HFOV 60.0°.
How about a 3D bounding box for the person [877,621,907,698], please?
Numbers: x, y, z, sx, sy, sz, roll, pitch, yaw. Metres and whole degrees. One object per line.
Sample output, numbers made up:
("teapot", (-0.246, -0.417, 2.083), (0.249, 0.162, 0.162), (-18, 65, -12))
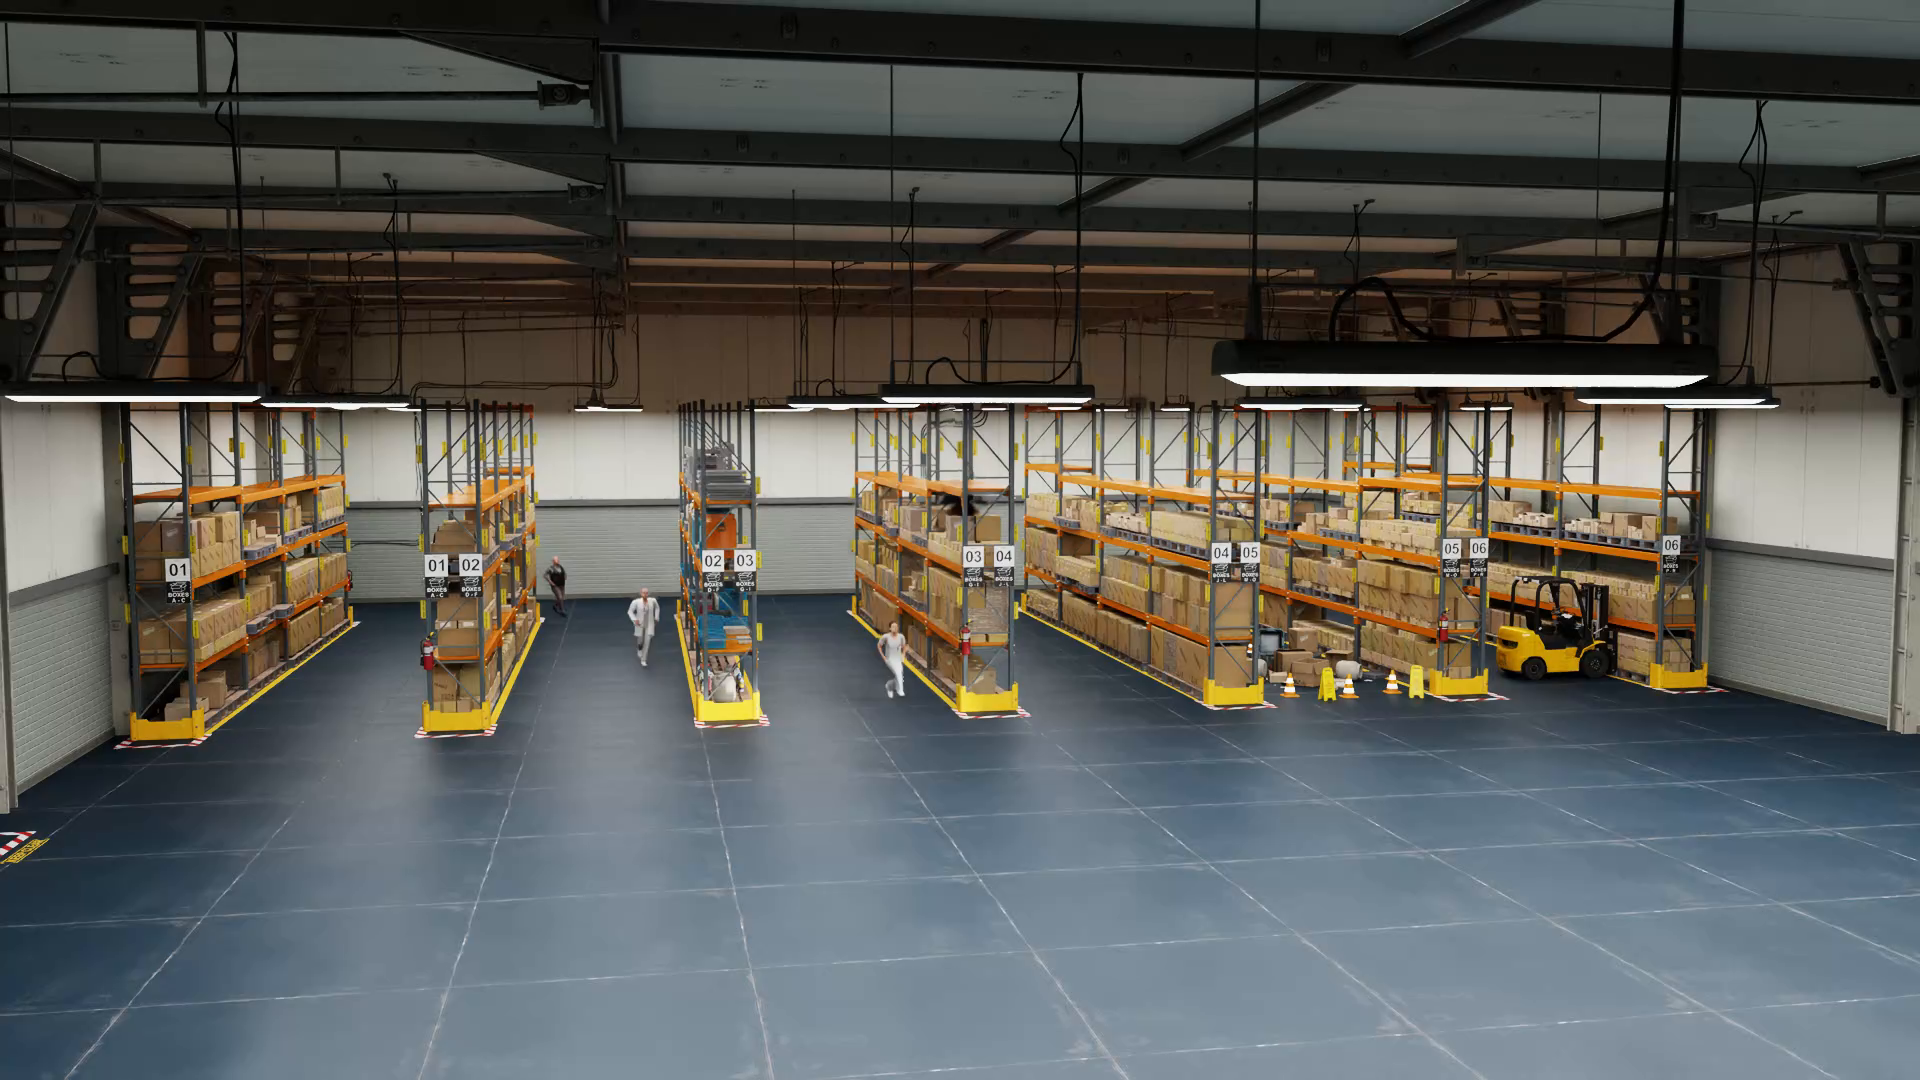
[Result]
("person", (-1.313, 2.352, 32.507), (0.589, 1.573, 0.849), (-2, 5, -21))

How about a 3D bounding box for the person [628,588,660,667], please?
("person", (-7.245, 1.979, 38.190), (0.739, 1.762, 0.901), (-1, 5, -17))

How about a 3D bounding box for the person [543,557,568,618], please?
("person", (-11.447, 1.323, 47.131), (0.838, 1.716, 0.670), (4, 6, 41))
